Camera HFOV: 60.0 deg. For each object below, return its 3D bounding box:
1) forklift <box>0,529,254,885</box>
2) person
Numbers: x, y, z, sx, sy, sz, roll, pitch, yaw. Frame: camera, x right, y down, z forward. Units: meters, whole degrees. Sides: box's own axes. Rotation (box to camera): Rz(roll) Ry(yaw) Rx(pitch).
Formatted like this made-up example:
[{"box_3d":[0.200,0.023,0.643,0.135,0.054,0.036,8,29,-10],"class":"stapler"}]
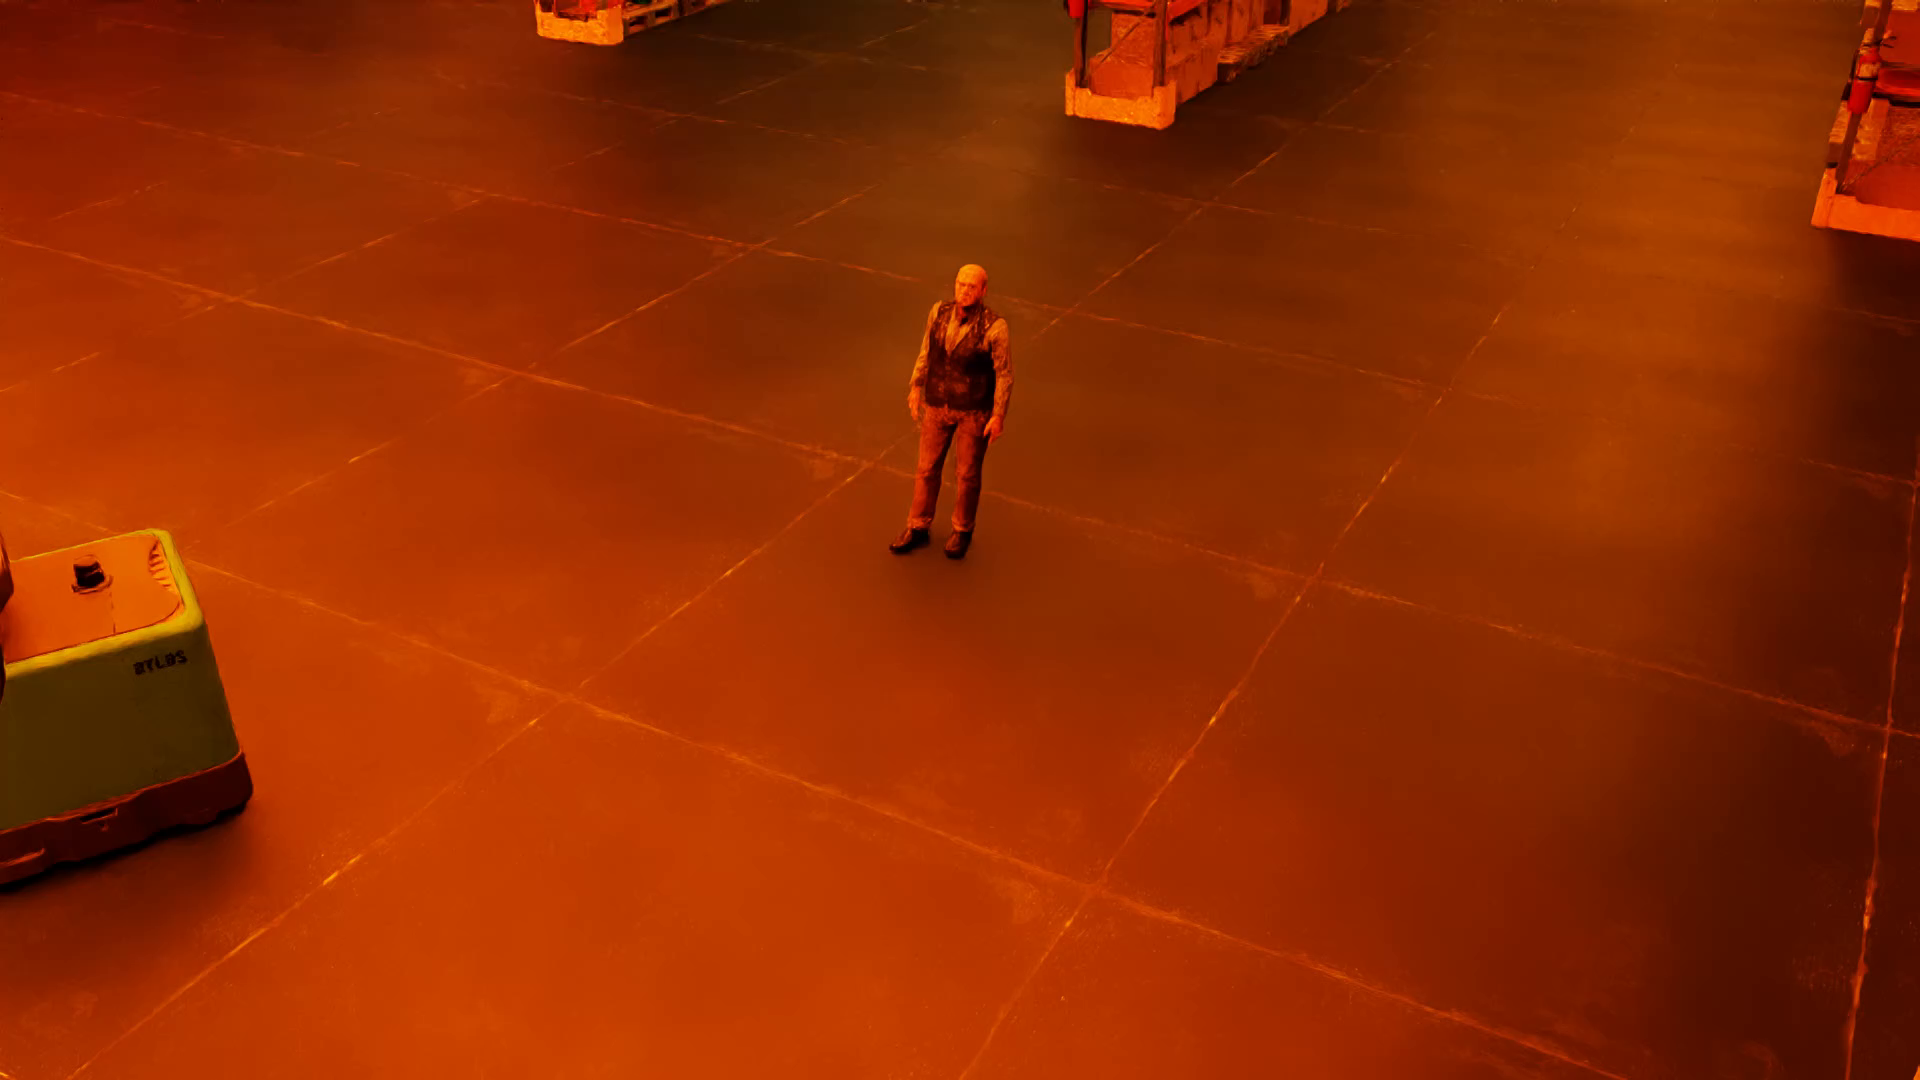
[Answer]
[{"box_3d":[-4.845,0.172,6.772,3.031,2.935,1.130,-17,34,-27],"class":"forklift"},{"box_3d":[-0.037,-0.726,9.525,0.632,1.720,0.567,15,33,25],"class":"person"}]
